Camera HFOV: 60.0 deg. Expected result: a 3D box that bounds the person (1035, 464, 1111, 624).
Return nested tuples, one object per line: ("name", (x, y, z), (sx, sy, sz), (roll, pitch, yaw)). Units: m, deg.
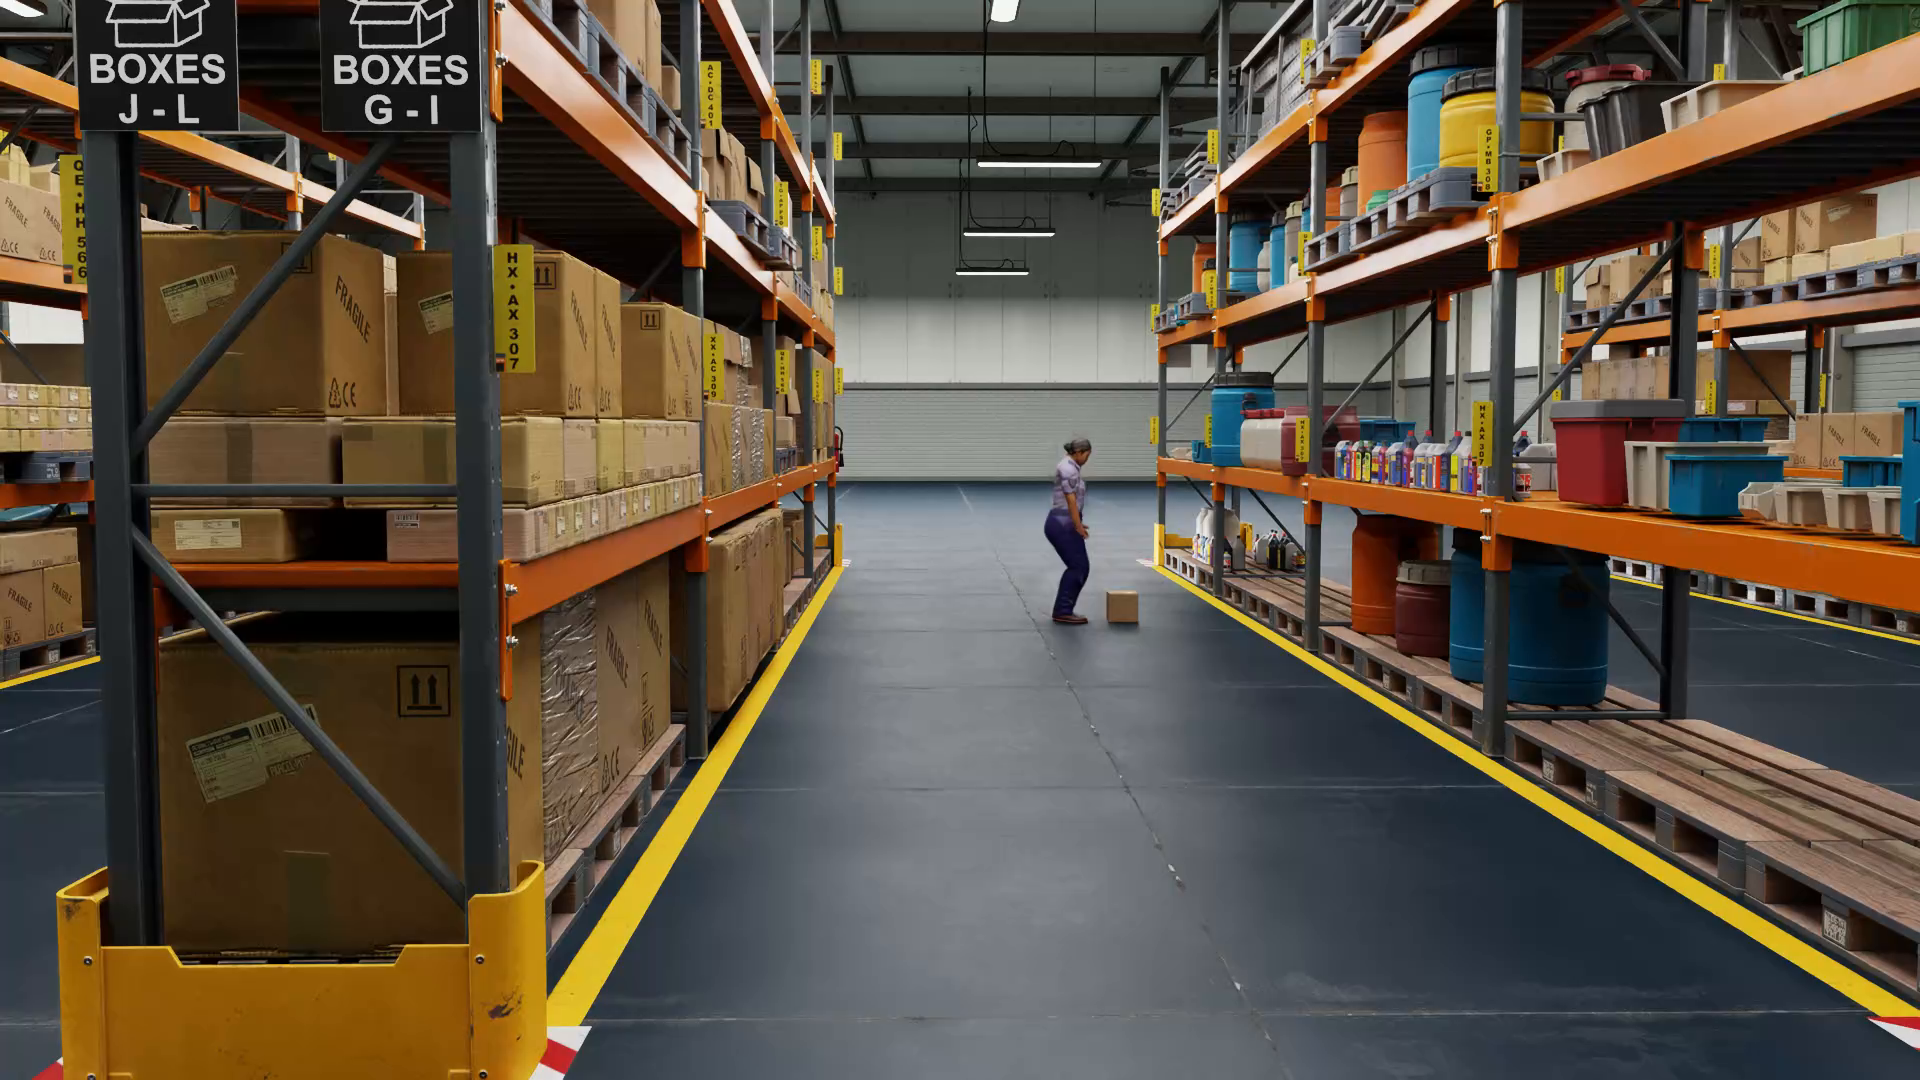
("person", (0.977, 0.024, 14.403), (0.655, 1.368, 0.534), (0, 4, -1))
